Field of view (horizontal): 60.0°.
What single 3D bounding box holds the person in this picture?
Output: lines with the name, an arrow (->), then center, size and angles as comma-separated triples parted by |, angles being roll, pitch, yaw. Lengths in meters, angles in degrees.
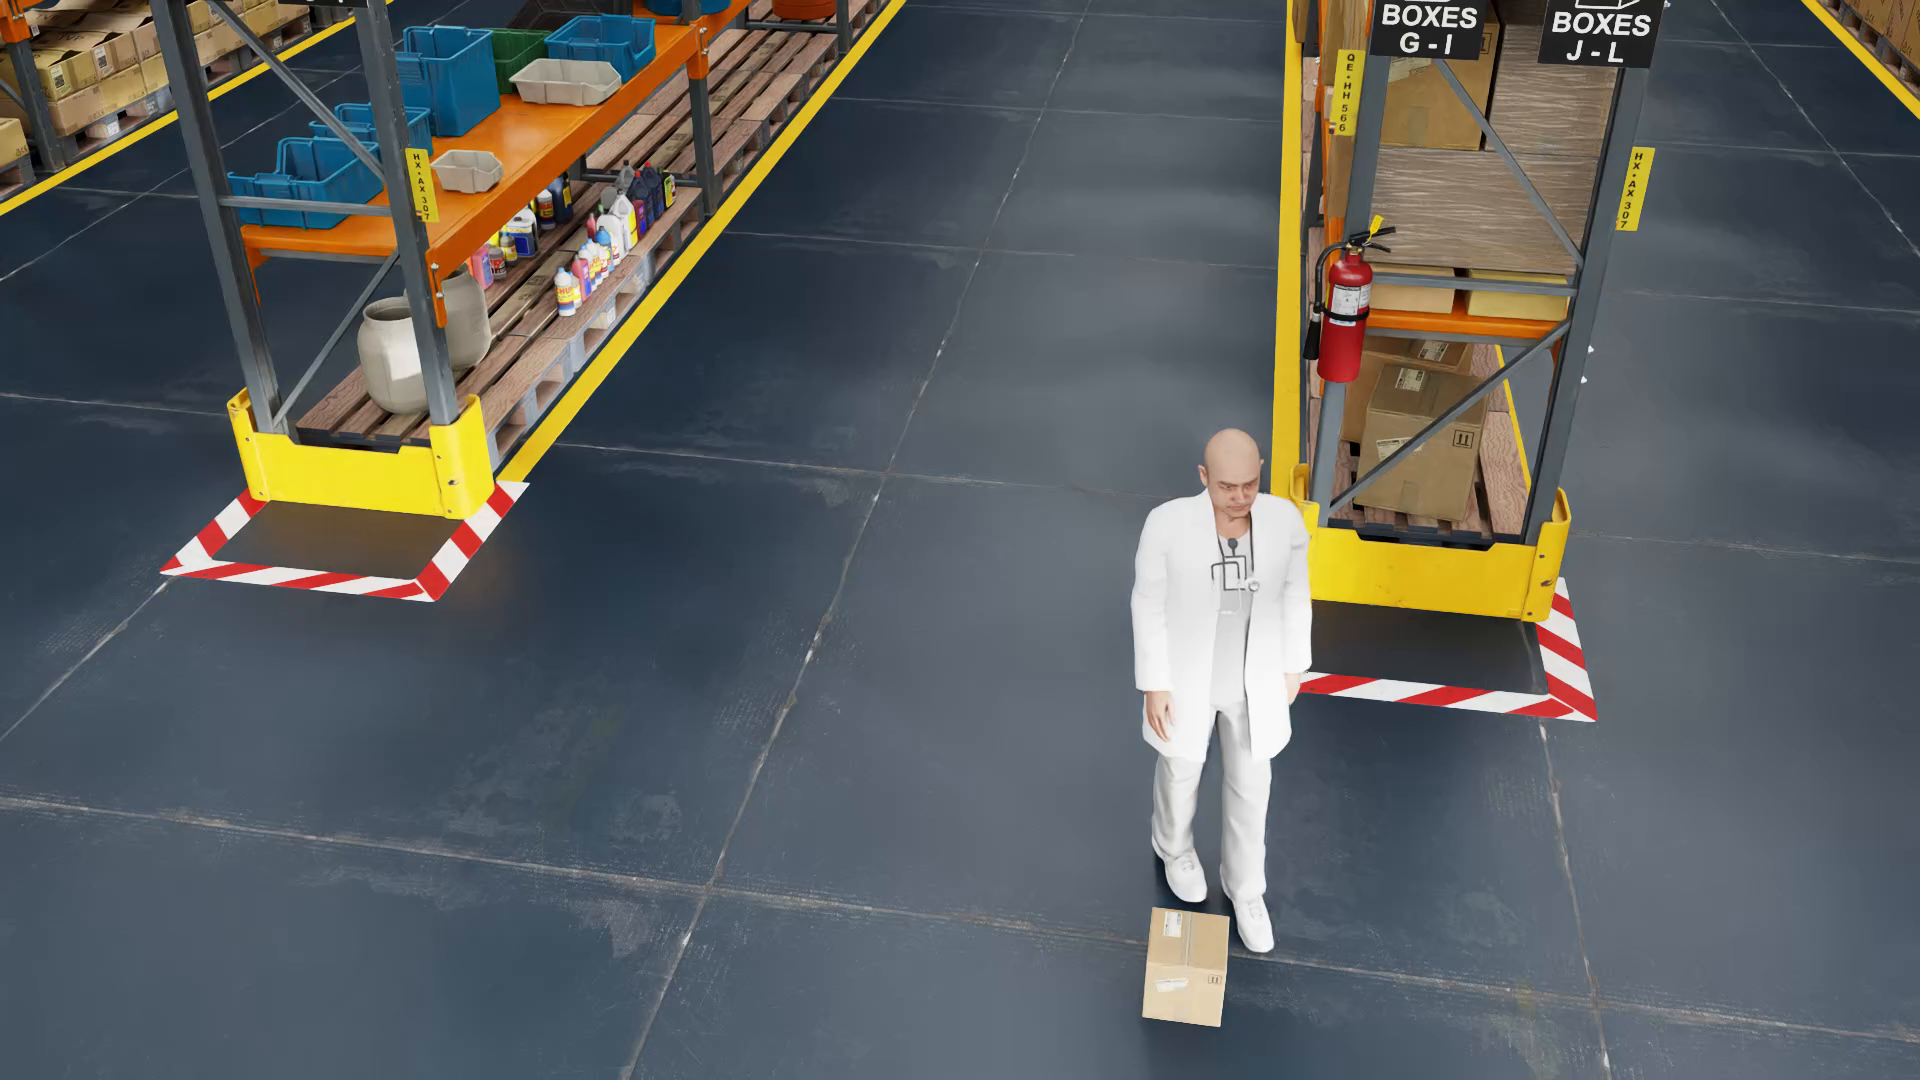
person -> 0.854, 0.489, 5.357 | 0.610, 1.793, 0.607 | -3, 32, -4
